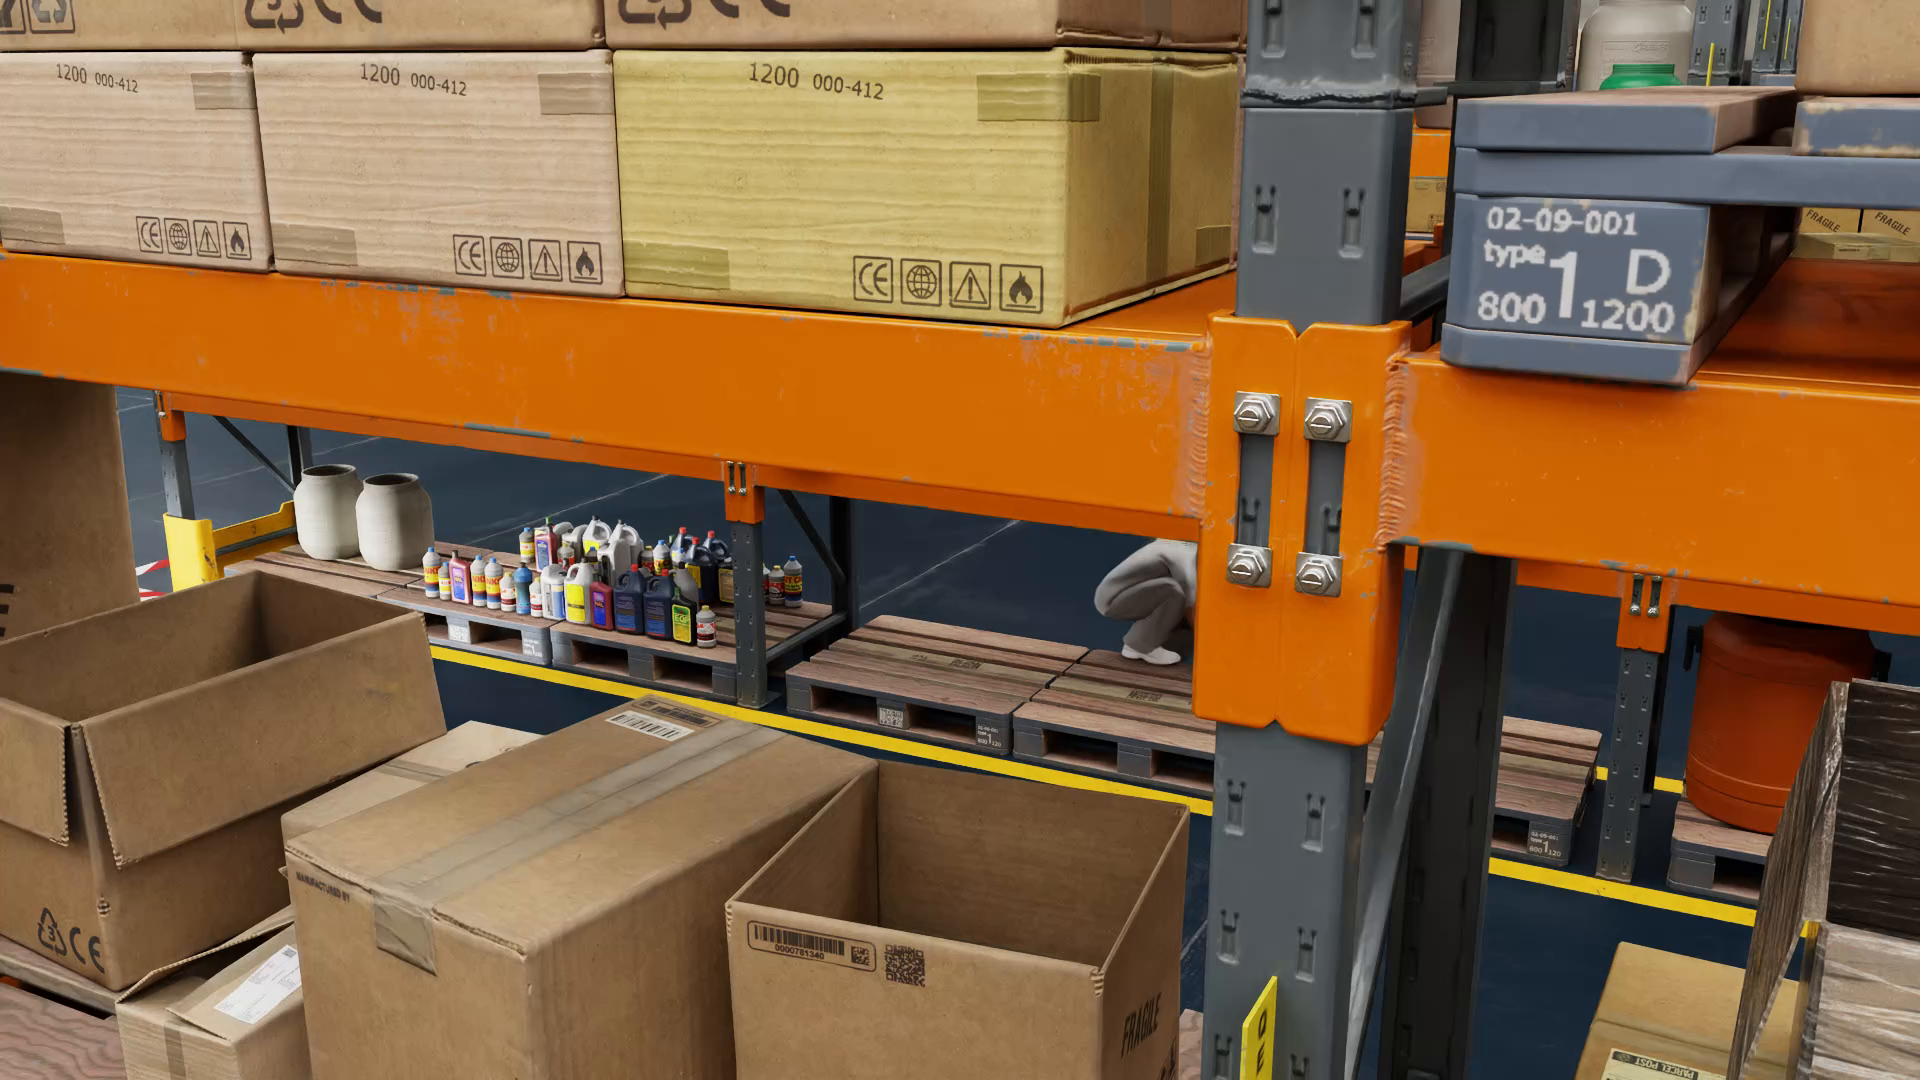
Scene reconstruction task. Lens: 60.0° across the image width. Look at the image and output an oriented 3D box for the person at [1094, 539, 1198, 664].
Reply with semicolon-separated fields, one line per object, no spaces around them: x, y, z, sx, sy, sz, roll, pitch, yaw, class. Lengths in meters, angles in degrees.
1.061;0.326;8.245;0.799;0.939;0.479;8;18;25;person
